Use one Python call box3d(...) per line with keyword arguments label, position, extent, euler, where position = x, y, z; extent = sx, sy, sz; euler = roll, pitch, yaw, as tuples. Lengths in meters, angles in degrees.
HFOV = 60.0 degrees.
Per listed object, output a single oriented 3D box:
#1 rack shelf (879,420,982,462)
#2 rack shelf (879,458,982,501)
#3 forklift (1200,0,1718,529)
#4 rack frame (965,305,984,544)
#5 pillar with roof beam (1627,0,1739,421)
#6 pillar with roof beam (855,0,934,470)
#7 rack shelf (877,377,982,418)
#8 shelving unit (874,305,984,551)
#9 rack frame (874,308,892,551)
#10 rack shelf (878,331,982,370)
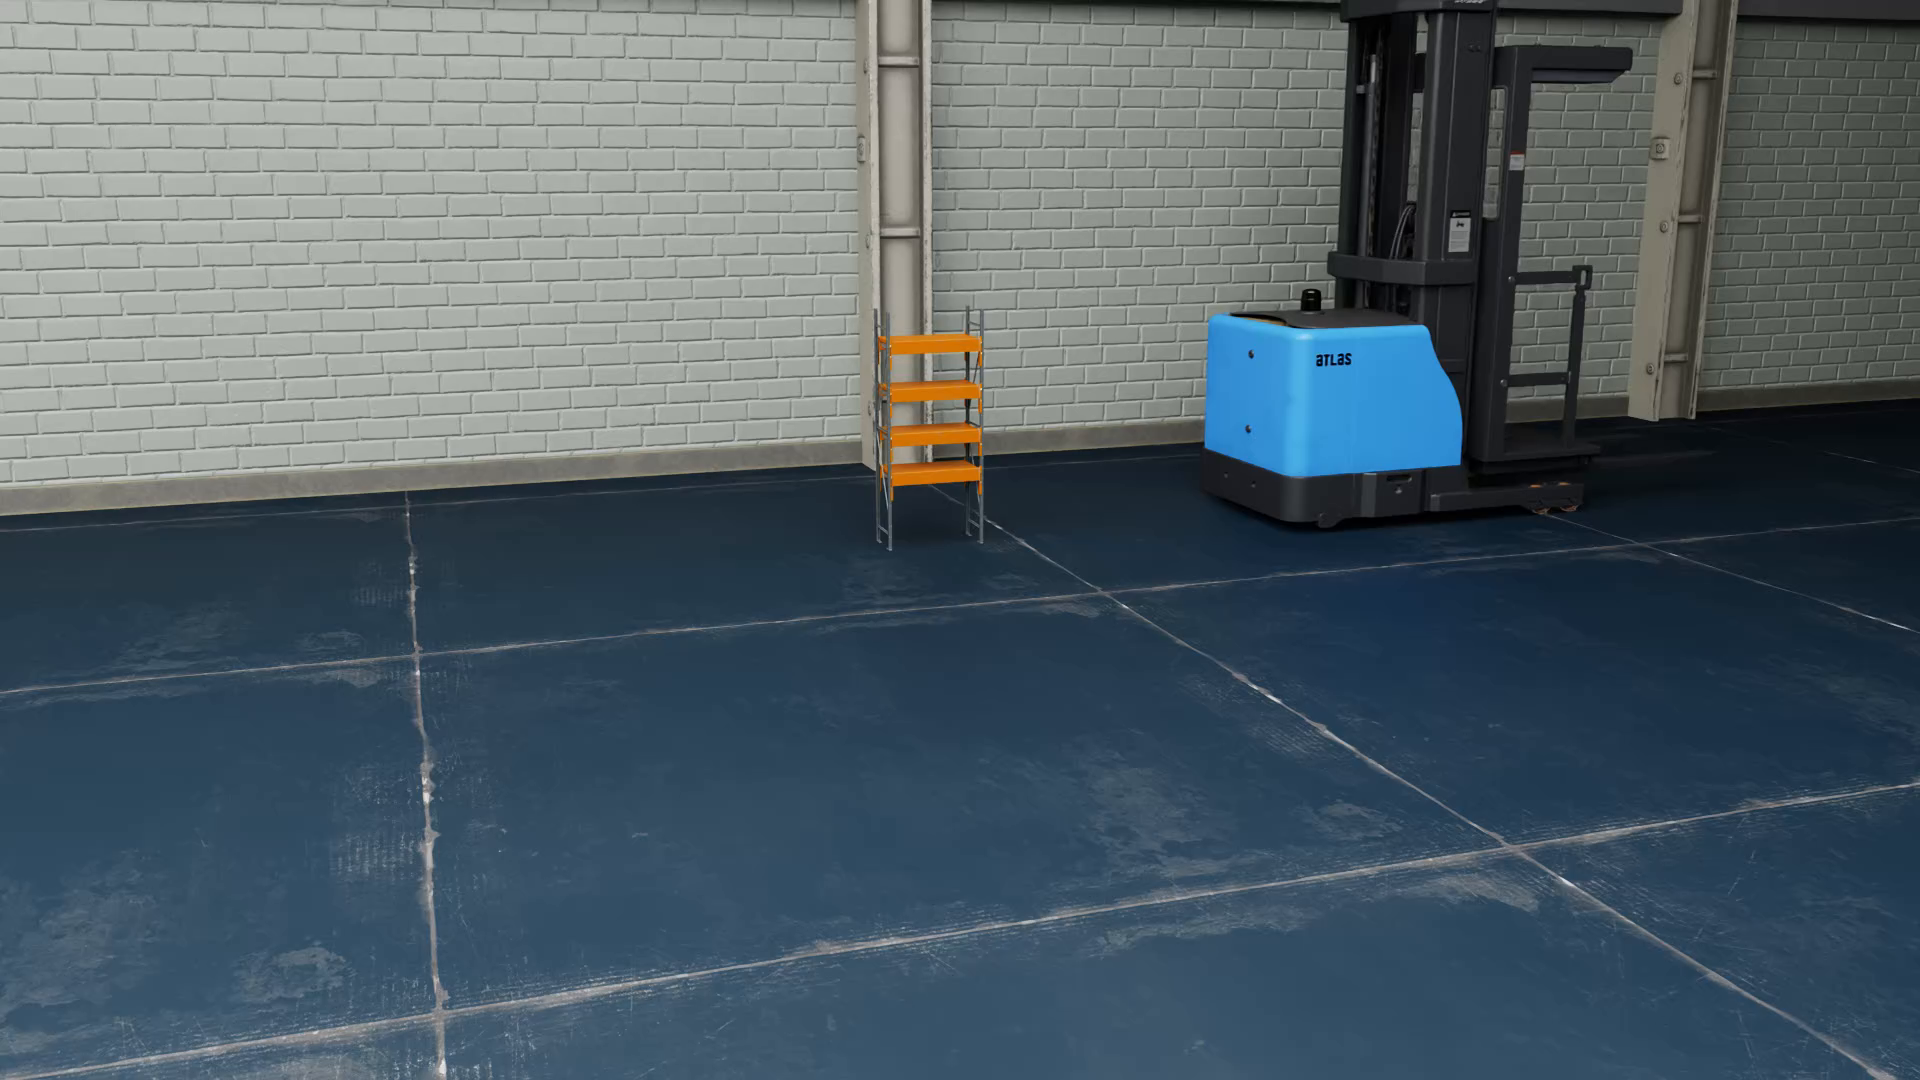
box3d(label="rack shelf", position=(-0.157, -0.506, 8.468), extent=(0.480, 0.148, 0.258), euler=(-4, 14, -18))
box3d(label="rack shelf", position=(-0.157, -0.313, 8.514), extent=(0.480, 0.148, 0.258), euler=(-4, 14, -18))
box3d(label="forklift", position=(2.956, -1.676, 9.354), extent=(3.031, 2.935, 1.130), euler=(-5, 14, -20))
box3d(label="rack frame", position=(0.074, -0.590, 8.528), extent=(0.015, 1.200, 0.240), euler=(-4, 14, -18))
box3d(label="pillar with roof beam", position=(6.656, -4.363, 7.539), extent=(0.400, 9.000, 9.100), euler=(-4, 14, -18))
box3d(label="pillar with roof beam", position=(0.970, -3.920, 5.677), extent=(0.400, 9.000, 9.100), euler=(-4, 14, -18))
box3d(label="rack shelf", position=(-0.157, -0.724, 8.416), extent=(0.480, 0.148, 0.258), euler=(-4, 14, -18))
box3d(label="shelving unit", position=(-0.157, -0.571, 8.453), extent=(0.503, 1.200, 0.258), euler=(-4, 14, -18))
box3d(label="rack frame", position=(-0.388, -0.553, 8.377), extent=(0.015, 1.200, 0.240), euler=(-4, 14, -18))
box3d(label="rack shelf", position=(-0.157, -0.954, 8.362), extent=(0.480, 0.148, 0.258), euler=(-4, 14, -18))
